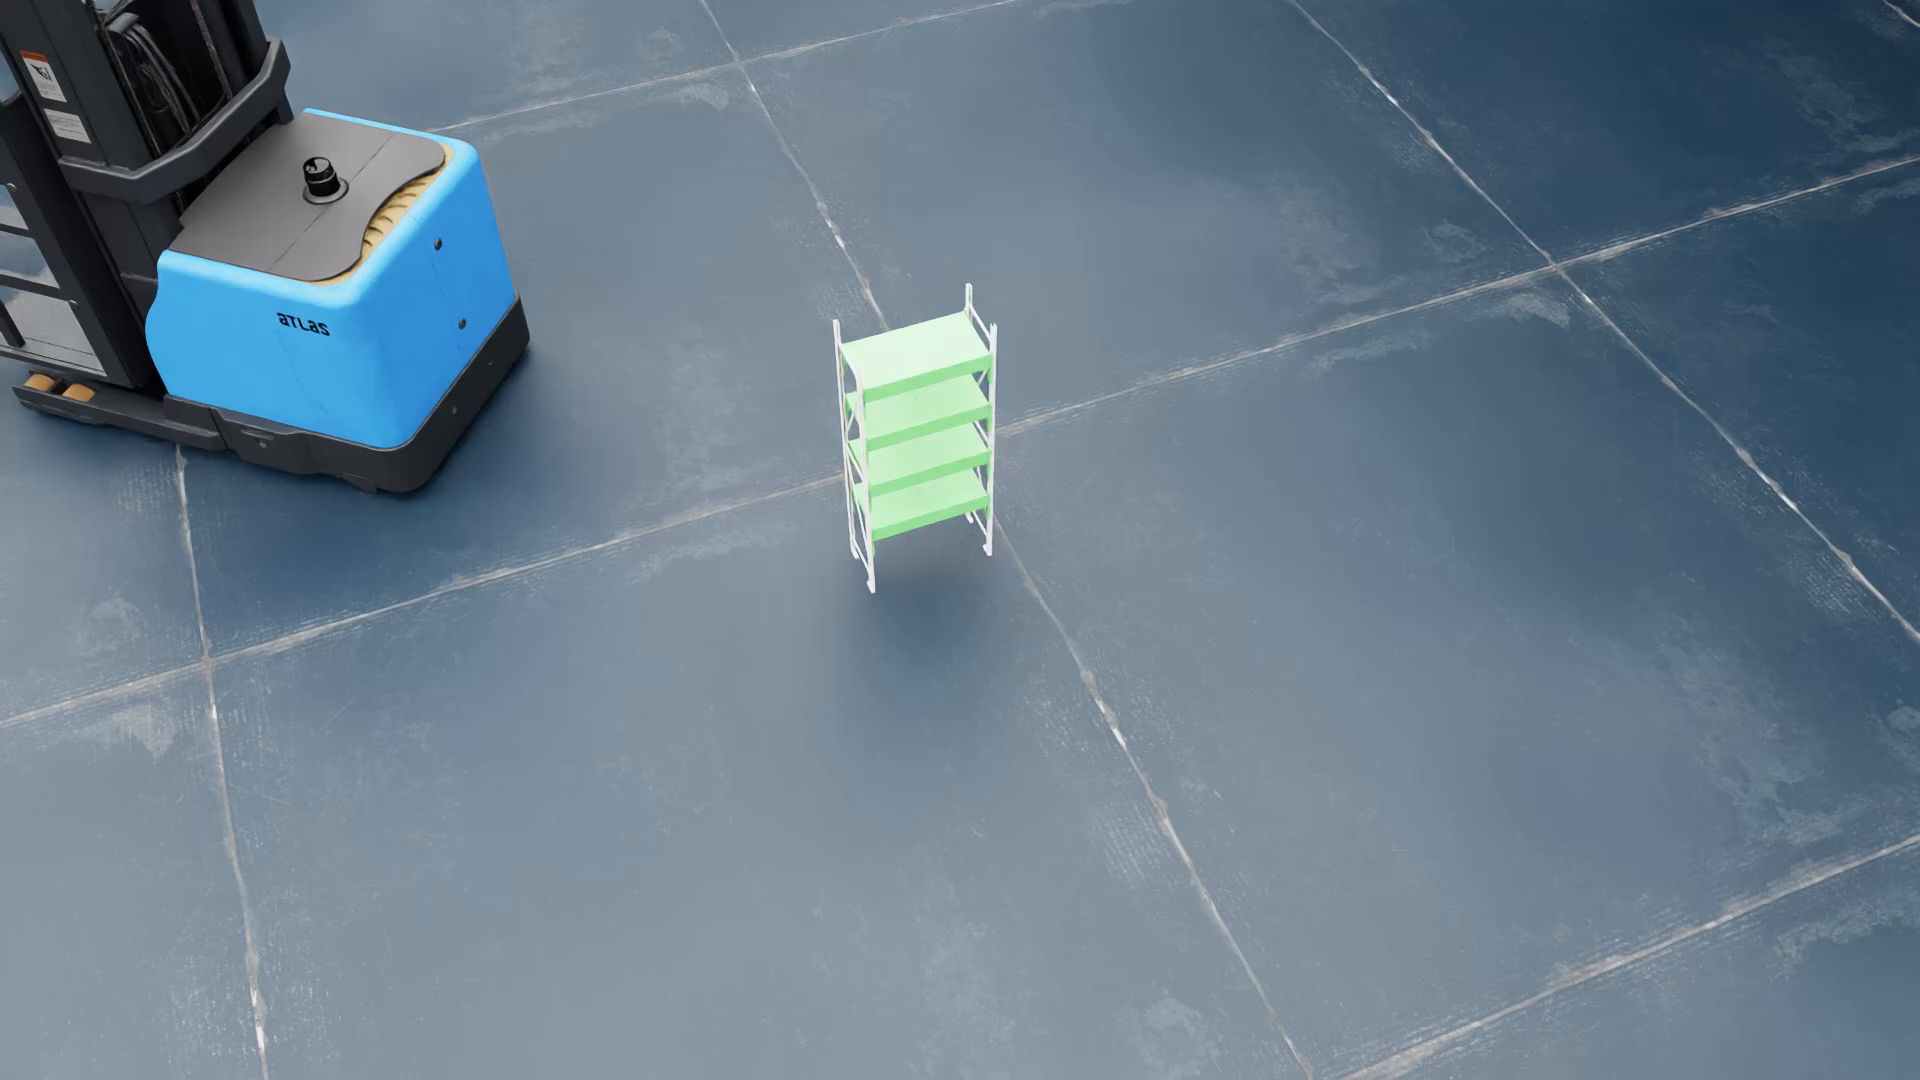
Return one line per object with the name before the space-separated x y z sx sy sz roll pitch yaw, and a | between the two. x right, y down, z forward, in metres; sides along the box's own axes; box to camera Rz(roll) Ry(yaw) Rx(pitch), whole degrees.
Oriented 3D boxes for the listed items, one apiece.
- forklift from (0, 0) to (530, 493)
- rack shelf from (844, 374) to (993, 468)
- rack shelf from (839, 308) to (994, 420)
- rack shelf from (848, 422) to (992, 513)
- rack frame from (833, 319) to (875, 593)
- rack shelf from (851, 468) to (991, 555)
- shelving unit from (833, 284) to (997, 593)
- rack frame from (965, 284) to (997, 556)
forklift | -3.449 -1.814 6.217 3.031 2.935 1.130 14 51 12
rack shelf | -0.153 -0.458 5.961 0.480 0.148 0.258 -17 52 -14
rack shelf | -0.153 -0.615 5.779 0.480 0.148 0.258 -17 52 -14
rack shelf | -0.153 -0.302 6.143 0.480 0.148 0.258 -17 52 -14
rack frame | -0.379 -0.273 6.035 0.015 1.200 0.240 -17 52 -14
rack shelf | -0.153 -0.145 6.325 0.480 0.148 0.258 -17 52 -14
shelving unit | -0.153 -0.343 6.095 0.503 1.200 0.258 -17 52 -14
rack frame | 0.073 -0.413 6.155 0.015 1.200 0.240 -17 52 -14
